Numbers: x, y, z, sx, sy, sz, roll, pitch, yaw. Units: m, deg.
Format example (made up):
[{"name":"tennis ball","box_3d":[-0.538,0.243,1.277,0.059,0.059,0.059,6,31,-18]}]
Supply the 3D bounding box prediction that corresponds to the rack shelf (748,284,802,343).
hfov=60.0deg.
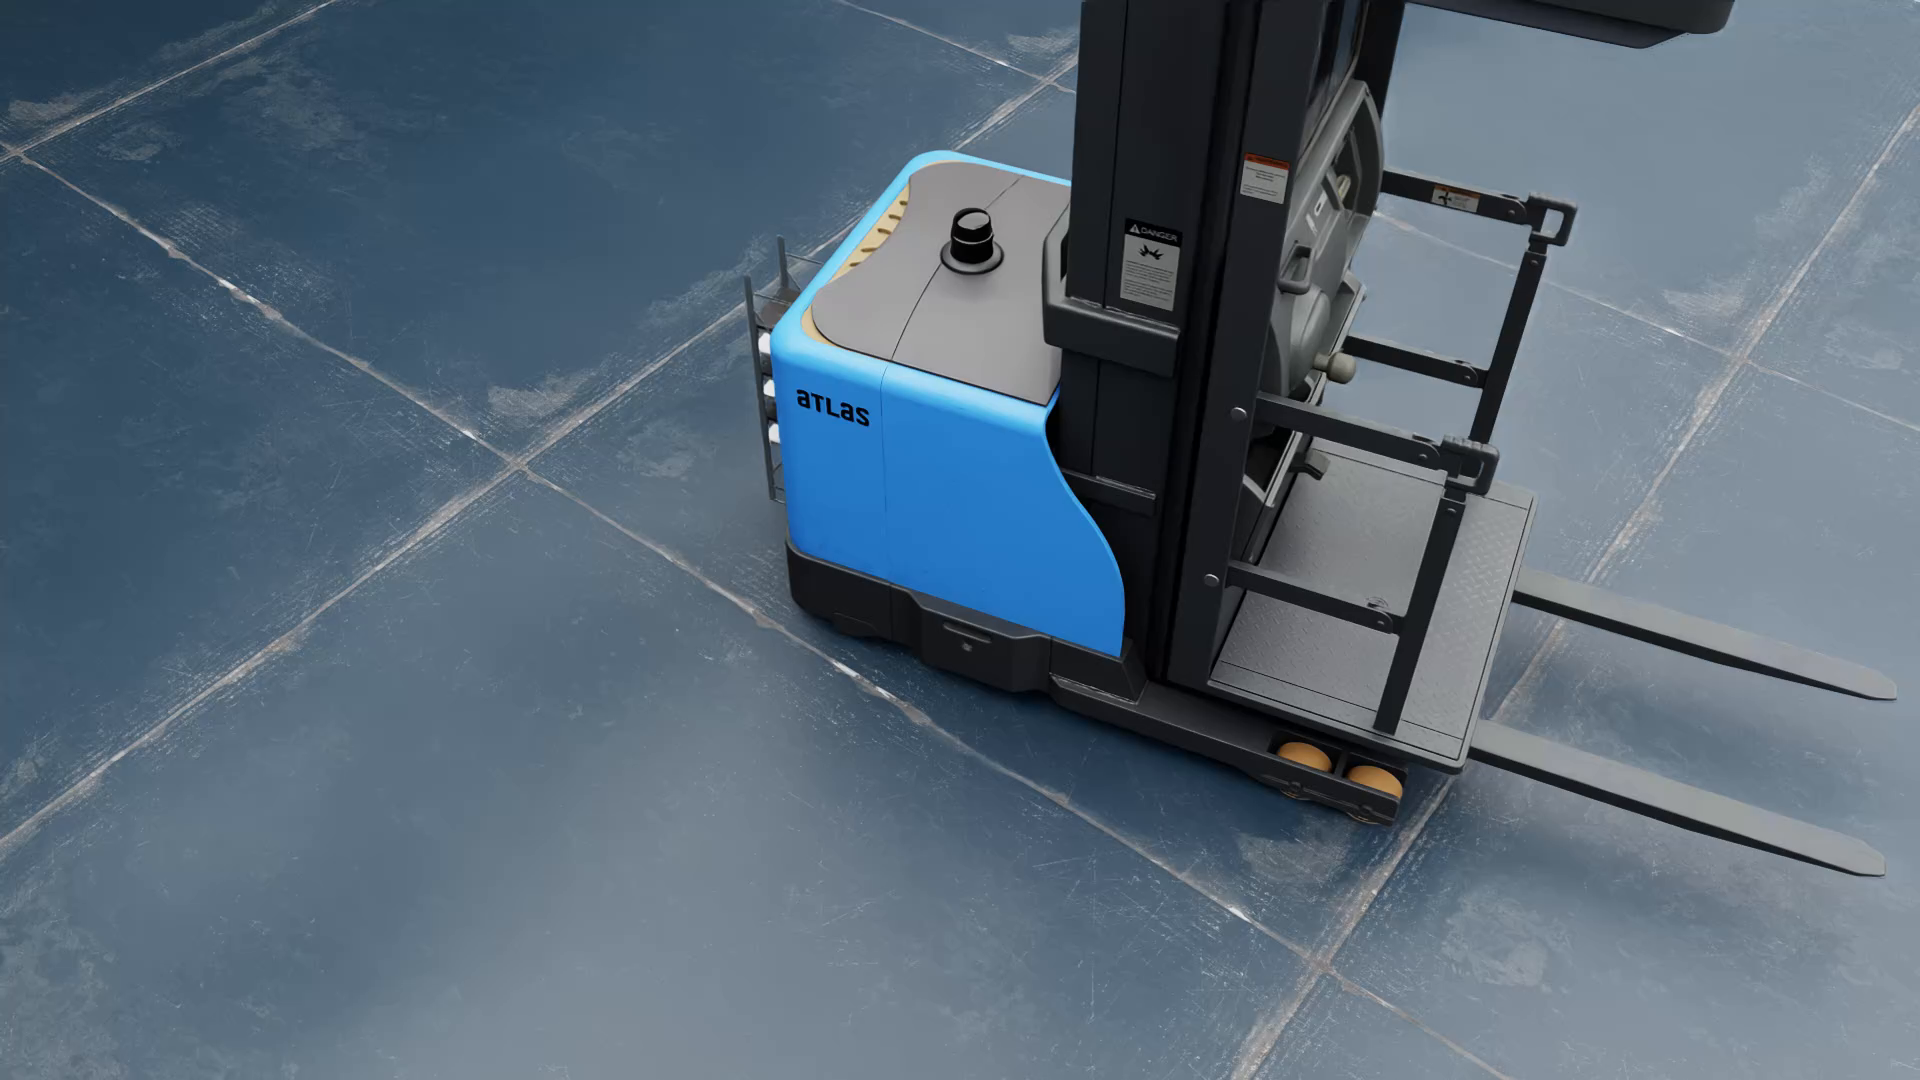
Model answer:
[{"name":"rack shelf","box_3d":[-0.464,-0.640,4.911,0.258,0.077,0.200,18,49,16]}]

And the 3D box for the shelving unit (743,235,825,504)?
[{"name":"shelving unit","box_3d":[-0.463,-0.476,5.082,0.258,0.900,0.210,18,49,16]}]

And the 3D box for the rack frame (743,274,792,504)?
[{"name":"rack frame","box_3d":[-0.504,-0.409,5.018,0.240,0.900,0.006,18,49,16]}]

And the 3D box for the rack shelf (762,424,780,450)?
[{"name":"rack shelf","box_3d":[-0.463,-0.328,5.236,0.258,0.077,0.200,18,49,16]}]

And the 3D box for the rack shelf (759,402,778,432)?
[{"name":"rack shelf","box_3d":[-0.463,-0.391,5.171,0.258,0.077,0.200,18,49,16]}]

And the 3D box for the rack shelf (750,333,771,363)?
[{"name":"rack shelf","box_3d":[-0.464,-0.577,4.976,0.258,0.077,0.200,18,49,16]}]

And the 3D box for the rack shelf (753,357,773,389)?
[{"name":"rack shelf","box_3d":[-0.464,-0.515,5.041,0.258,0.077,0.200,18,49,16]}]

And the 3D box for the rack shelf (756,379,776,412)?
[{"name":"rack shelf","box_3d":[-0.463,-0.453,5.106,0.258,0.077,0.200,18,49,16]}]

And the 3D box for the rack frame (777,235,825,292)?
[{"name":"rack frame","box_3d":[-0.422,-0.543,5.146,0.240,0.900,0.006,18,49,16]}]

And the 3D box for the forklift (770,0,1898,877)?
[{"name":"forklift","box_3d":[1.053,-0.683,3.876,3.031,2.935,1.130,18,49,16]}]
